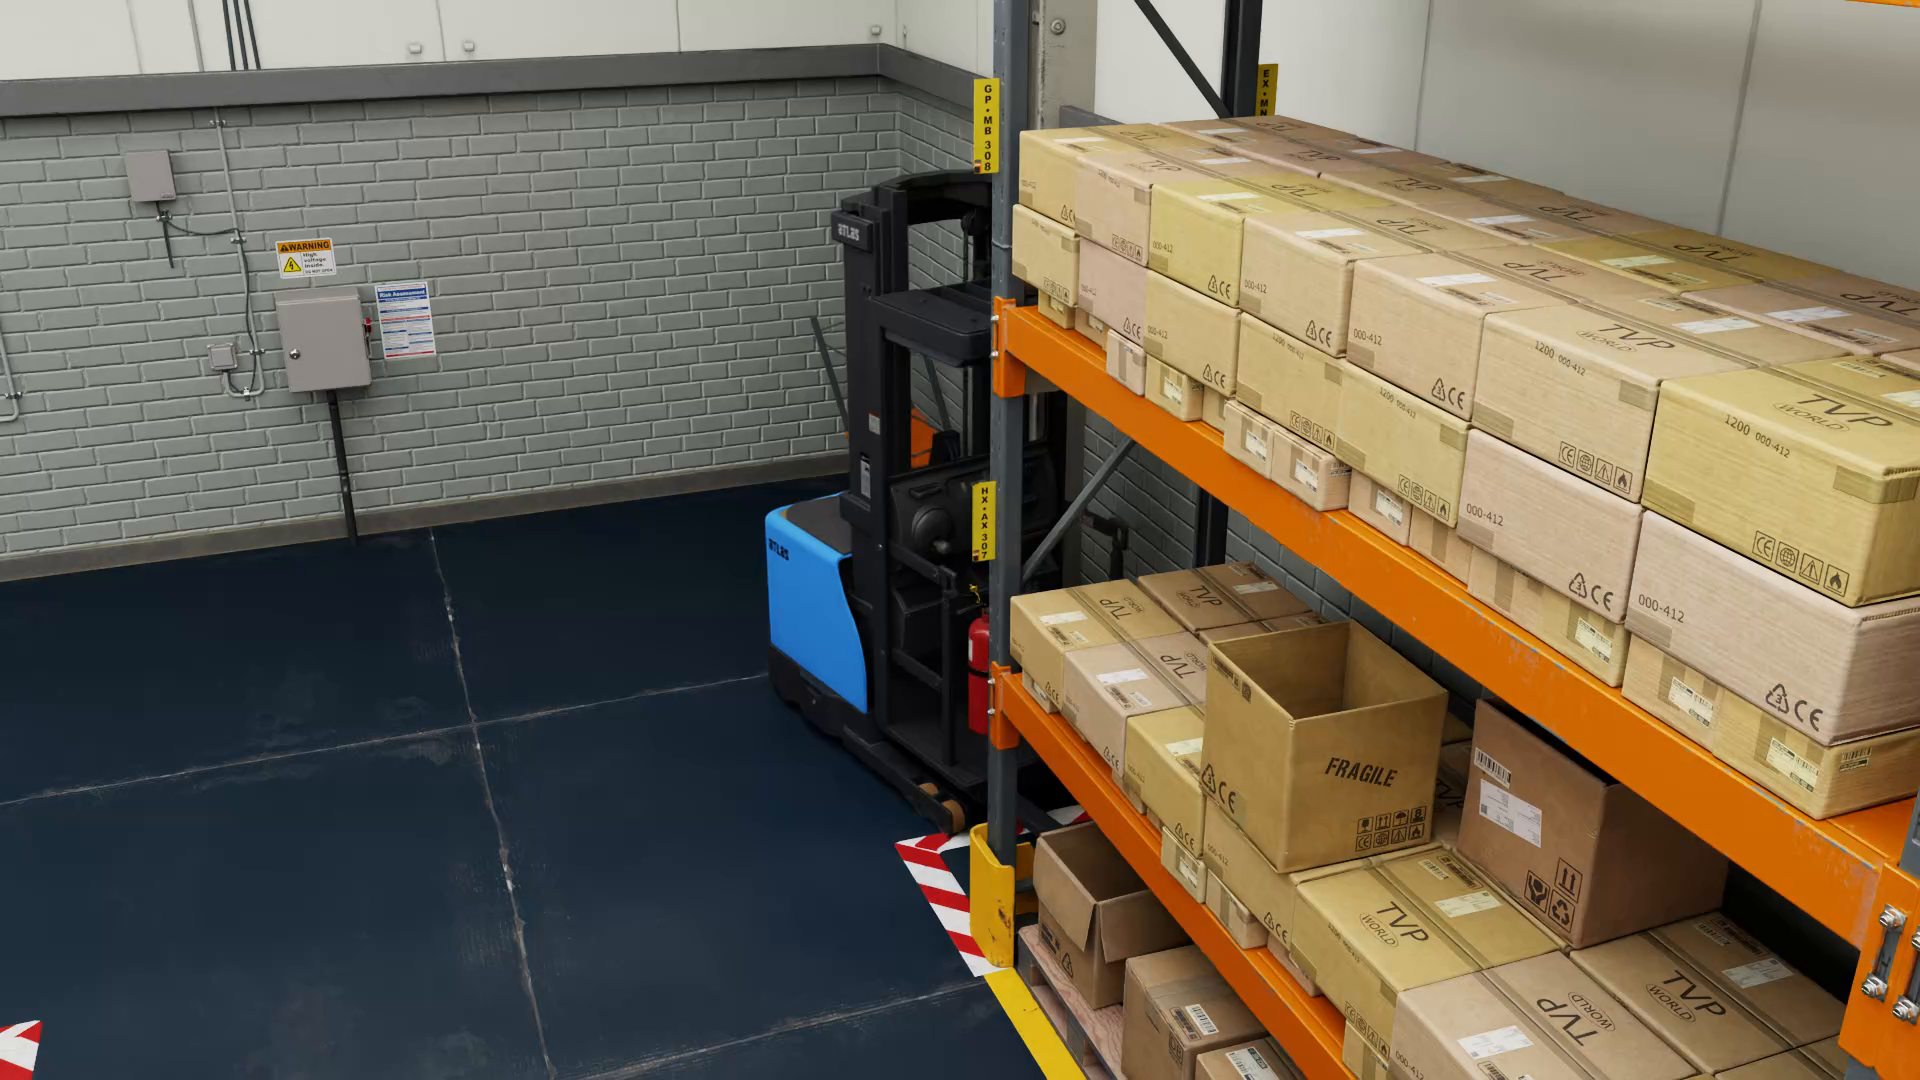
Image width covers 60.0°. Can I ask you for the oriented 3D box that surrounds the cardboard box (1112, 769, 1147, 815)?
[{"bbox_3d":[0.754,0.803,5.806,0.380,0.149,0.250,-8,24,-17],"label":"cardboard box"}]

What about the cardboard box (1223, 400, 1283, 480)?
[{"bbox_3d":[0.950,-0.295,4.550,0.380,0.149,0.250,-8,24,-19],"label":"cardboard box"}]

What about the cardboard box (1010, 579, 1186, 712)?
[{"bbox_3d":[0.512,0.387,6.280,0.500,0.250,0.500,-8,24,-19],"label":"cardboard box"}]

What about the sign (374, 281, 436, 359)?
[{"bbox_3d":[-3.646,-1.444,10.937,0.329,0.494,0.001,-8,24,-19],"label":"sign"}]

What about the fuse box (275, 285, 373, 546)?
[{"bbox_3d":[-4.035,-0.751,10.830,0.539,1.711,0.414,-8,24,-19],"label":"fuse box"}]

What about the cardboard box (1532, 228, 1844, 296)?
[{"bbox_3d":[1.731,-0.563,4.029,0.500,0.250,0.500,-9,24,-20],"label":"cardboard box"}]

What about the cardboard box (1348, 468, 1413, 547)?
[{"bbox_3d":[1.199,-0.120,4.134,0.380,0.149,0.250,-8,24,-18],"label":"cardboard box"}]

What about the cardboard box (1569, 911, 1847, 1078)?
[{"bbox_3d":[1.911,1.240,4.255,0.500,0.250,0.500,-9,24,-19],"label":"cardboard box"}]

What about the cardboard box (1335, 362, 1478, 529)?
[{"bbox_3d":[1.249,-0.260,3.952,0.500,0.250,0.500,-8,24,-18],"label":"cardboard box"}]

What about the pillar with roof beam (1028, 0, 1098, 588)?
[{"bbox_3d":[-3.533,-3.024,6.838,9.100,9.000,0.400,-8,24,-19],"label":"pillar with roof beam"}]

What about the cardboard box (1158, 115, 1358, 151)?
[{"bbox_3d":[1.022,-1.304,5.786,0.500,0.250,0.500,-9,24,-20],"label":"cardboard box"}]

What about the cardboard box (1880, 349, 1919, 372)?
[{"bbox_3d":[2.108,-0.193,3.150,0.500,0.250,0.500,-9,24,-20],"label":"cardboard box"}]

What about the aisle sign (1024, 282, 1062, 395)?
[{"bbox_3d":[0.305,-0.929,6.245,0.394,0.787,0.004,-8,24,-19],"label":"aisle sign"}]

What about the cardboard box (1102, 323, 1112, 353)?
[{"bbox_3d":[0.691,-0.678,5.459,0.380,0.149,0.250,-8,24,-19],"label":"cardboard box"}]

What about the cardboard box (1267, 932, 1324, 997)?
[{"bbox_3d":[1.140,1.178,4.916,0.380,0.149,0.250,-8,24,-19],"label":"cardboard box"}]

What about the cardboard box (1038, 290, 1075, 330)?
[{"bbox_3d":[0.499,-0.865,5.903,0.380,0.149,0.250,-8,24,-18],"label":"cardboard box"}]

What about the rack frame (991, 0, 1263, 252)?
[{"bbox_3d":[0.604,-2.511,5.622,1.000,3.000,0.127,-8,24,-19],"label":"rack frame"}]

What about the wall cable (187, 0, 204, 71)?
[{"bbox_3d":[-5.607,-3.959,9.057,2.355,3.000,0.029,-8,24,-19],"label":"wall cable"}]

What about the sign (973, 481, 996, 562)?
[{"bbox_3d":[0.097,-0.071,6.442,0.100,0.325,0.005,-8,24,-19],"label":"sign"}]

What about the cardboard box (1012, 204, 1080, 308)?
[{"bbox_3d":[0.505,-0.998,5.704,0.500,0.250,0.500,-9,24,-20],"label":"cardboard box"}]

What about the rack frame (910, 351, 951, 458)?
[{"bbox_3d":[-0.265,-0.535,10.452,0.500,1.500,0.032,-21,27,-10],"label":"rack frame"}]

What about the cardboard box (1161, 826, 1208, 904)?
[{"bbox_3d":[0.872,1.001,5.336,0.380,0.149,0.250,-9,24,-20],"label":"cardboard box"}]

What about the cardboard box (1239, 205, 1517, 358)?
[{"bbox_3d":[1.068,-0.680,4.305,0.500,0.250,0.500,-8,24,-18],"label":"cardboard box"}]

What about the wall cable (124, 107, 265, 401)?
[{"bbox_3d":[-4.729,-1.777,10.296,0.588,1.984,0.122,-8,24,-19],"label":"wall cable"}]

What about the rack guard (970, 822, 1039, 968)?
[{"bbox_3d":[0.631,1.433,7.207,1.175,0.500,0.348,-8,24,-19],"label":"rack guard"}]

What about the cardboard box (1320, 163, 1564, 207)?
[{"bbox_3d":[1.397,-0.929,4.897,0.500,0.250,0.500,-8,24,-18],"label":"cardboard box"}]

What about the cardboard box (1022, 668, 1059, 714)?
[{"bbox_3d":[0.464,0.526,6.463,0.380,0.149,0.250,-9,24,-19],"label":"cardboard box"}]

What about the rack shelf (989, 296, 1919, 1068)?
[{"bbox_3d":[1.311,-0.071,4.620,1.077,0.370,4.000,-8,24,-19],"label":"rack shelf"}]

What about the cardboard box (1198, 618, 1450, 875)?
[{"bbox_3d":[1.043,0.587,4.841,0.500,0.500,0.500,-8,24,-18],"label":"cardboard box"}]

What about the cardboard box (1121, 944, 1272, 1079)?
[{"bbox_3d":[0.997,1.763,5.883,0.700,0.500,0.500,-7,24,-17],"label":"cardboard box"}]

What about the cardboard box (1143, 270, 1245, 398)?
[{"bbox_3d":[0.873,-0.629,4.828,0.500,0.250,0.500,-9,25,-21],"label":"cardboard box"}]

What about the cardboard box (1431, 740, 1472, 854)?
[{"bbox_3d":[1.551,0.874,5.124,0.500,0.250,0.500,-8,24,-19],"label":"cardboard box"}]

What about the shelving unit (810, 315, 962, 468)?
[{"bbox_3d":[-0.421,-0.726,10.907,0.587,1.500,1.083,-21,27,-10],"label":"shelving unit"}]

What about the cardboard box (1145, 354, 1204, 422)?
[{"bbox_3d":[0.782,-0.479,4.987,0.380,0.149,0.250,-8,24,-19],"label":"cardboard box"}]

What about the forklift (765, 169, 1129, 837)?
[{"bbox_3d":[0.200,-0.158,7.852,1.130,2.935,3.031,-15,27,-32],"label":"forklift"}]

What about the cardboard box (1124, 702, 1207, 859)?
[{"bbox_3d":[0.873,0.754,5.409,0.500,0.250,0.500,-9,24,-20],"label":"cardboard box"}]

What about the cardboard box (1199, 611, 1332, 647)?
[{"bbox_3d":[1.196,0.504,6.003,0.500,0.250,0.500,-8,24,-19],"label":"cardboard box"}]

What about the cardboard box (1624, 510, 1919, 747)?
[{"bbox_3d":[1.612,0.115,3.062,0.500,0.250,0.500,-8,24,-19],"label":"cardboard box"}]

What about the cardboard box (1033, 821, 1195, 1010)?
[{"bbox_3d":[0.732,1.445,6.632,0.797,0.503,0.637,-9,25,-21],"label":"cardboard box"}]

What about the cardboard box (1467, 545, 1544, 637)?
[{"bbox_3d":[1.361,0.072,3.678,0.380,0.149,0.250,-8,24,-19],"label":"cardboard box"}]

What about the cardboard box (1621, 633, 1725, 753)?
[{"bbox_3d":[1.530,0.261,3.231,0.380,0.149,0.250,-8,24,-19],"label":"cardboard box"}]

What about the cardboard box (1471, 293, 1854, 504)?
[{"bbox_3d":[1.426,-0.307,3.422,0.500,0.250,0.500,-9,24,-20],"label":"cardboard box"}]

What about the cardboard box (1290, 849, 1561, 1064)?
[{"bbox_3d":[1.255,1.124,4.531,0.500,0.250,0.500,-9,24,-19],"label":"cardboard box"}]

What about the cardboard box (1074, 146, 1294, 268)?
[{"bbox_3d":[0.688,-1.044,5.170,0.500,0.250,0.500,-9,24,-19],"label":"cardboard box"}]

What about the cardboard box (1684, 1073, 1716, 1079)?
[{"bbox_3d":[1.609,1.487,3.670,0.500,0.250,0.500,-8,24,-18],"label":"cardboard box"}]
